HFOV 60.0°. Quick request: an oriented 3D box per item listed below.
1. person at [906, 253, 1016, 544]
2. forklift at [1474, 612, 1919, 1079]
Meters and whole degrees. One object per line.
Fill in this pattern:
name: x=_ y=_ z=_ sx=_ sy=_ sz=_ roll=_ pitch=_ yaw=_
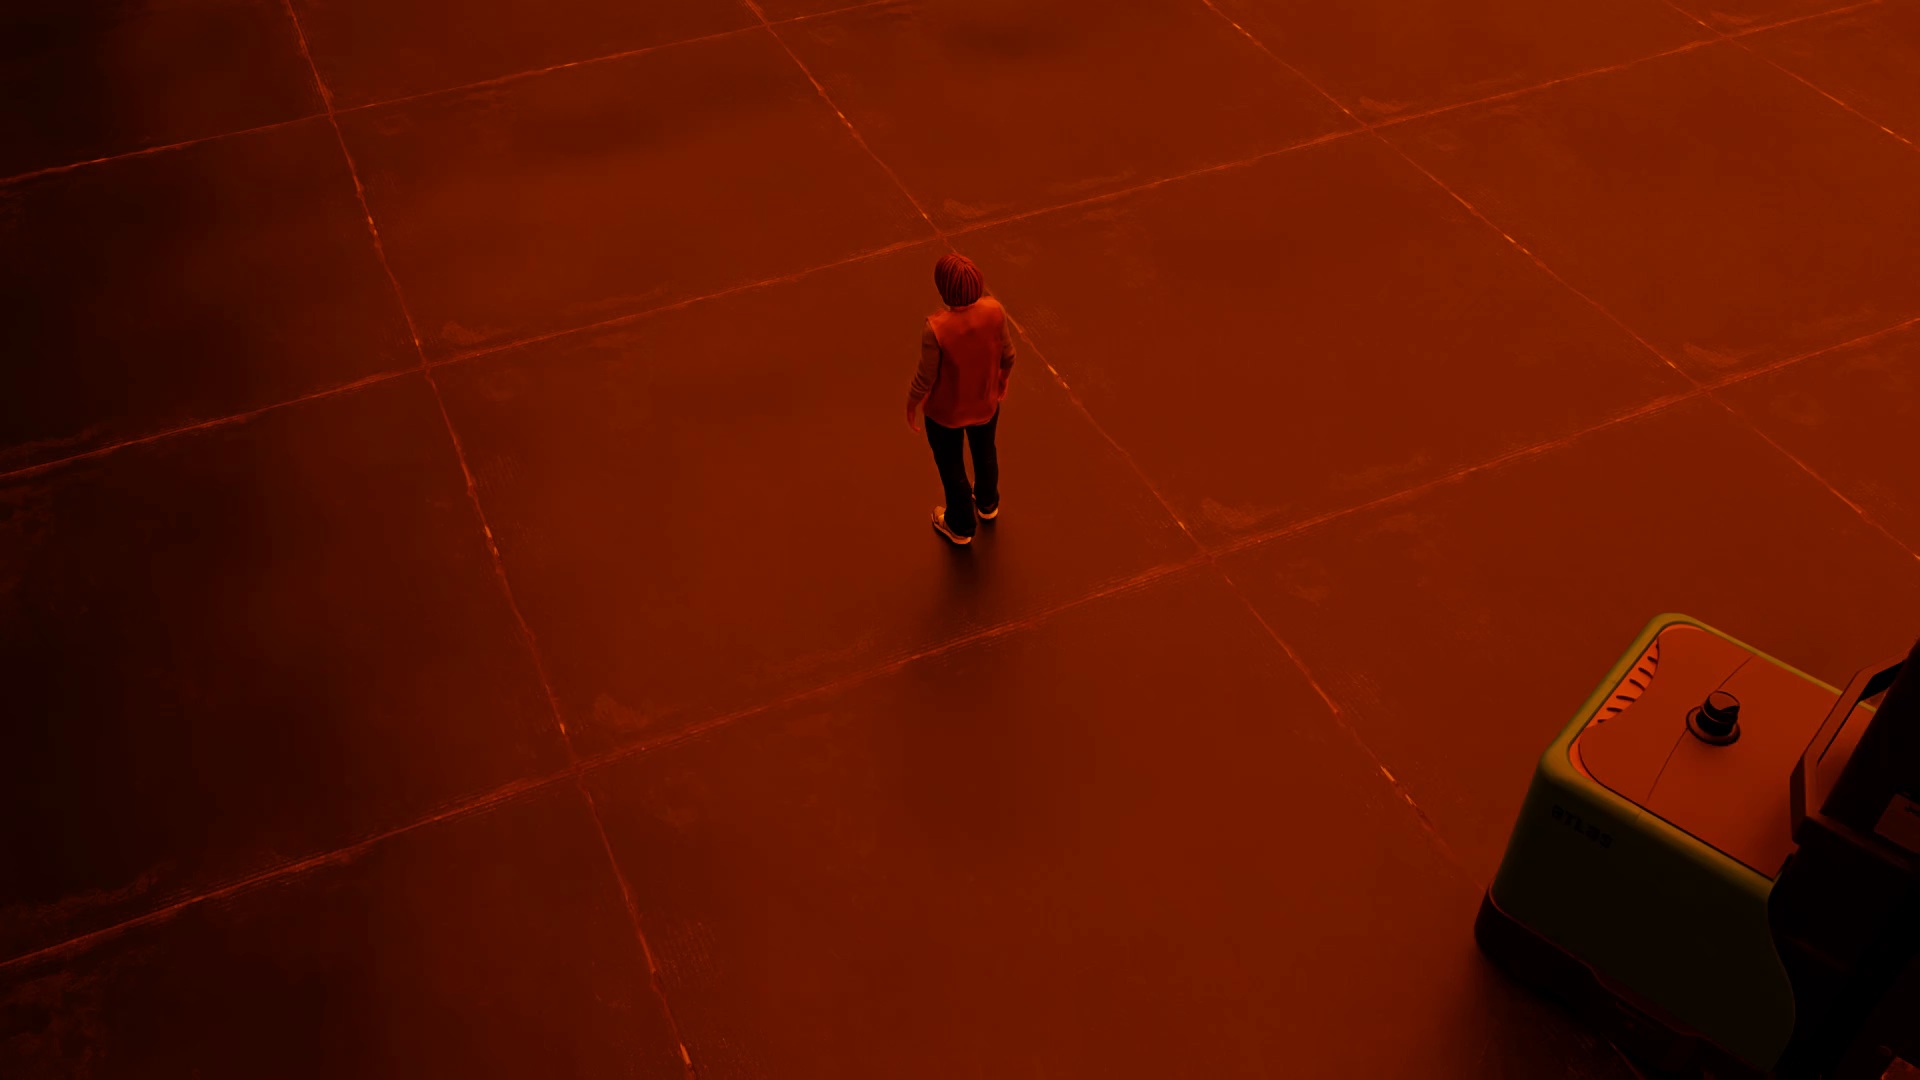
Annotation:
person: x=-0.018 y=-0.640 z=7.332 sx=0.520 sy=1.599 sz=0.473 roll=-18 pitch=46 yaw=-18
forklift: x=3.346 y=0.861 z=4.757 sx=3.031 sy=2.935 sz=1.130 roll=31 pitch=51 yaw=29
